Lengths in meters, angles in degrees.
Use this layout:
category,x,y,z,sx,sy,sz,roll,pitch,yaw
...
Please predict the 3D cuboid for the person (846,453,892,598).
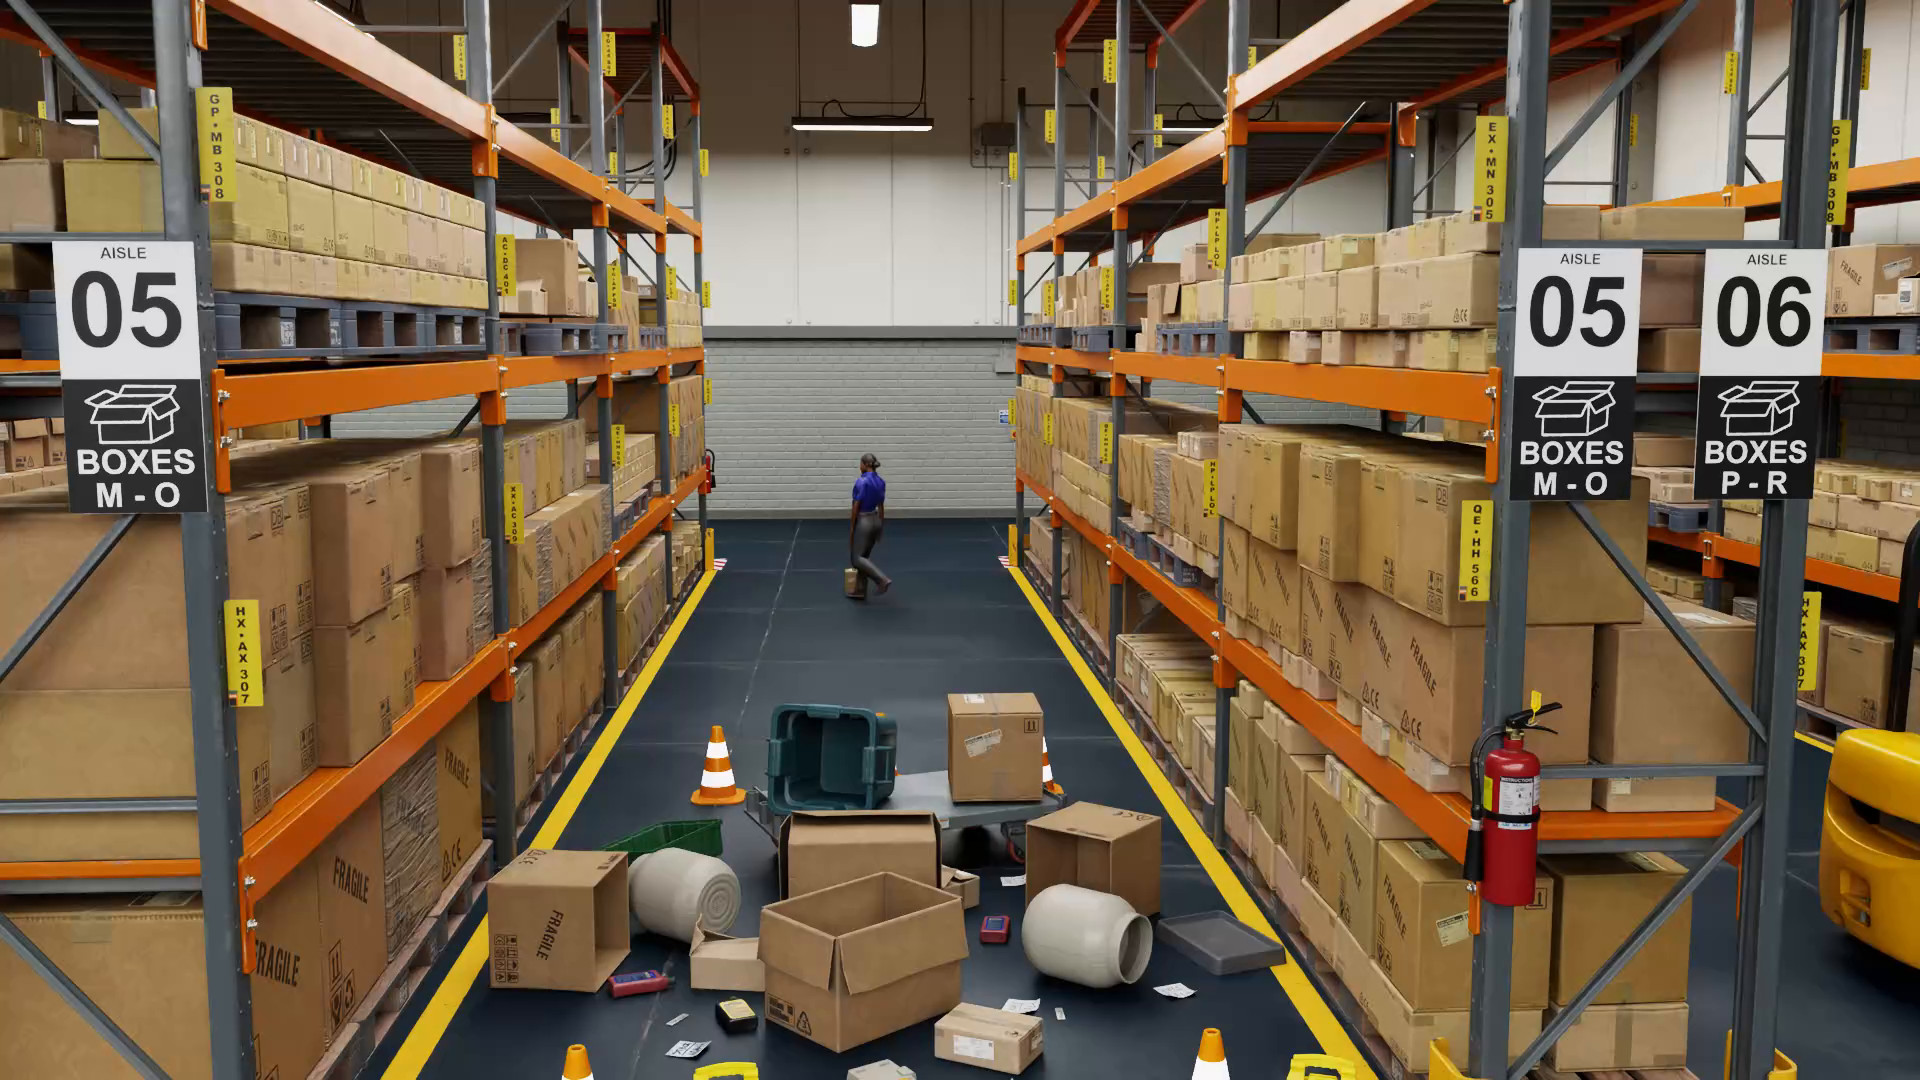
category,x,y,z,sx,sy,sz,roll,pitch,yaw
person,-1.017,-0.145,18.420,0.769,1.635,0.468,5,8,34
